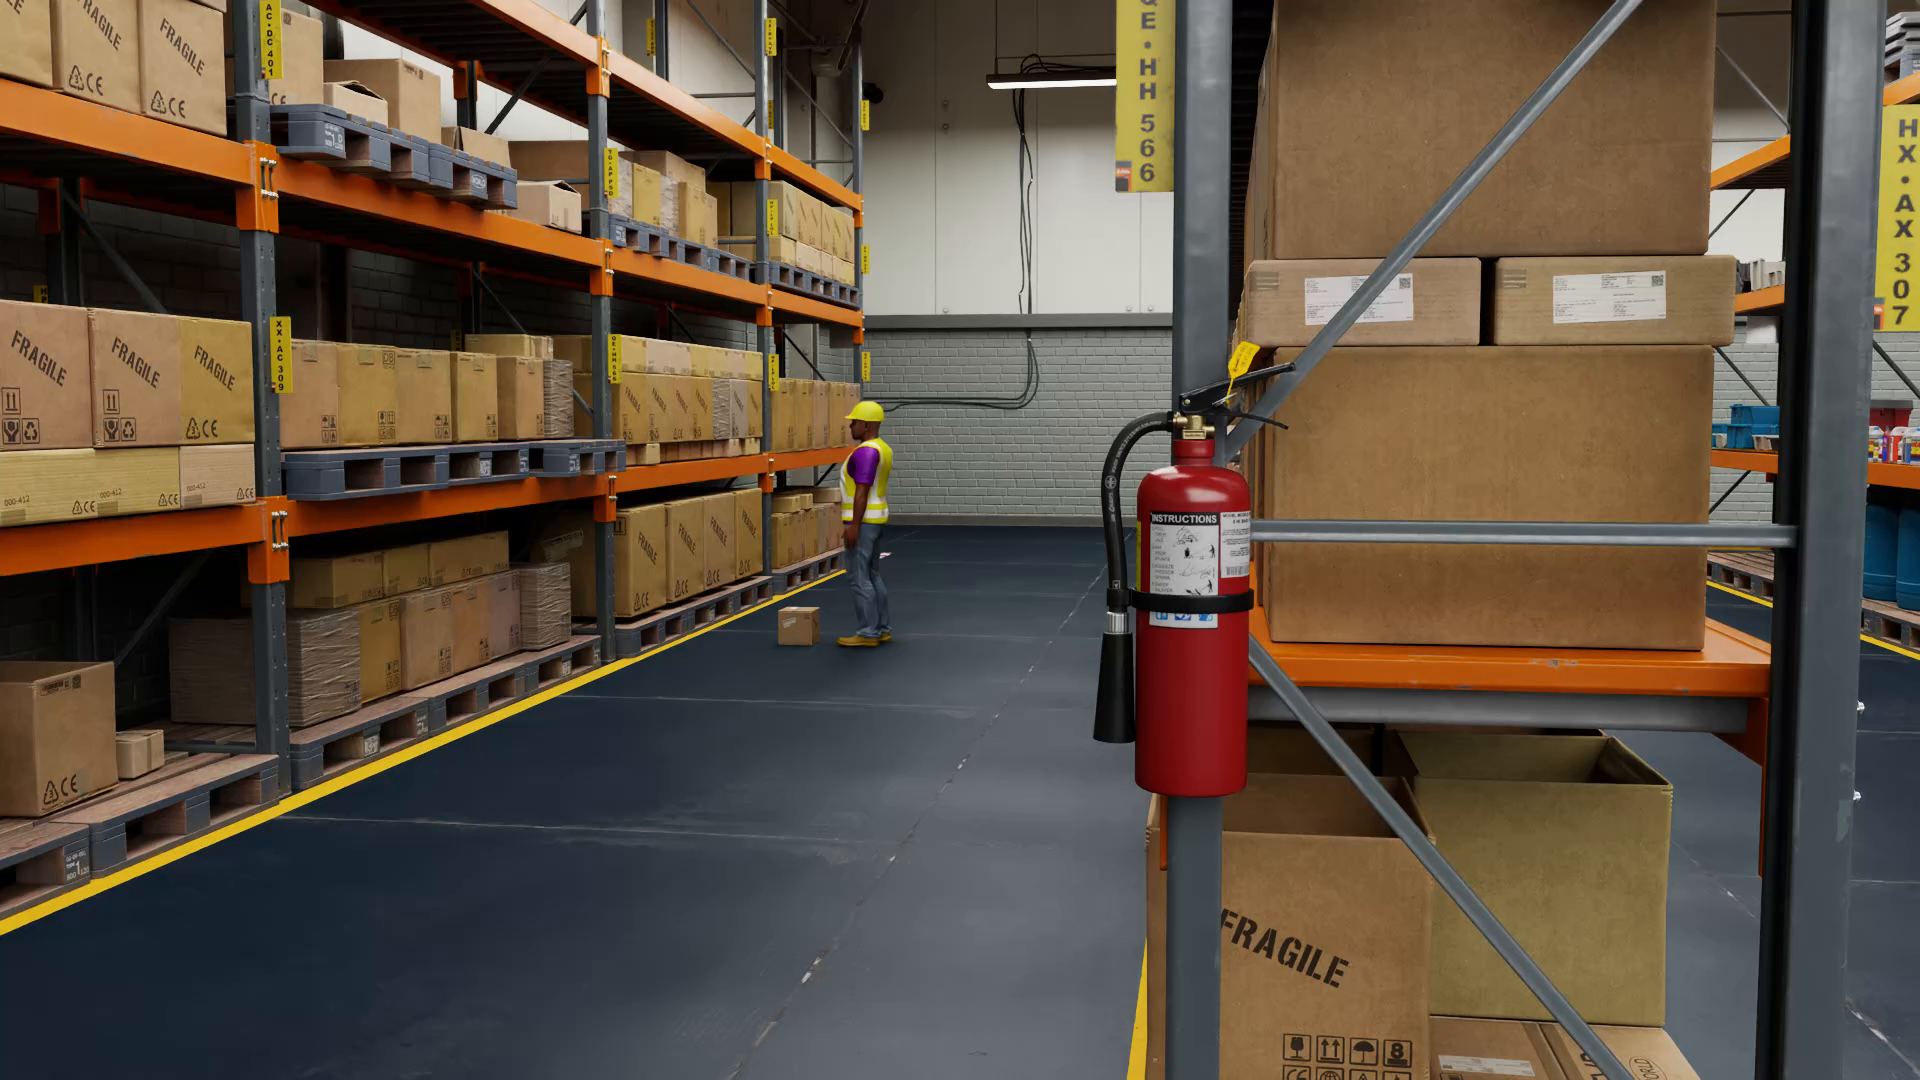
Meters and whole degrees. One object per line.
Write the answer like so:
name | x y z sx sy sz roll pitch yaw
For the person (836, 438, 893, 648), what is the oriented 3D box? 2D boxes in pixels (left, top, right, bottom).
person | 7.276 -0.363 6.156 18.071 3.229 9.187 1 5 10
